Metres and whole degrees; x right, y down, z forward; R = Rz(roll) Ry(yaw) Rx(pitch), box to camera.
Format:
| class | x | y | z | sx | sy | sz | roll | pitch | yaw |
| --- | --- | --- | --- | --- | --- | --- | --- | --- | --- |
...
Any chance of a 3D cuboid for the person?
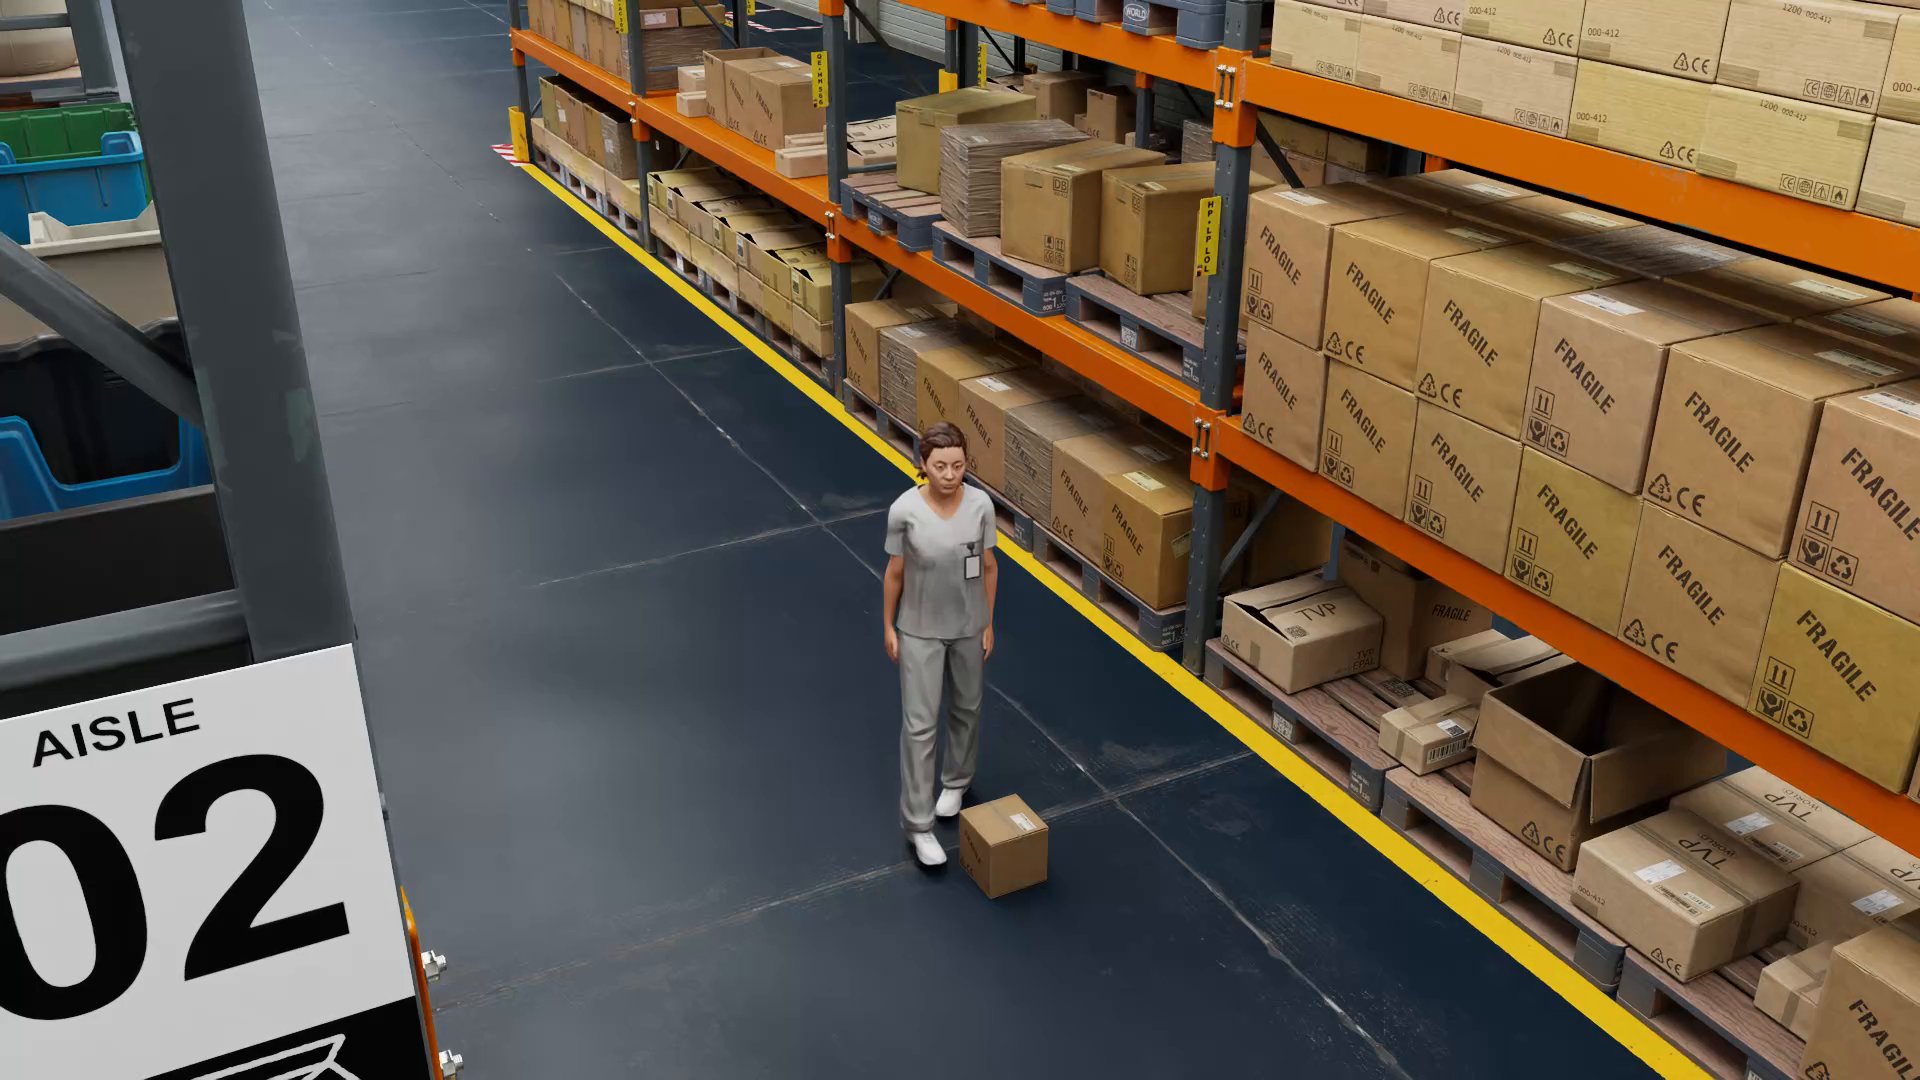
| class | x | y | z | sx | sy | sz | roll | pitch | yaw |
| --- | --- | --- | --- | --- | --- | --- | --- | --- | --- |
| person | -0.039 | 0.391 | 6.290 | 0.449 | 1.668 | 0.624 | -6 | 26 | -12 |
